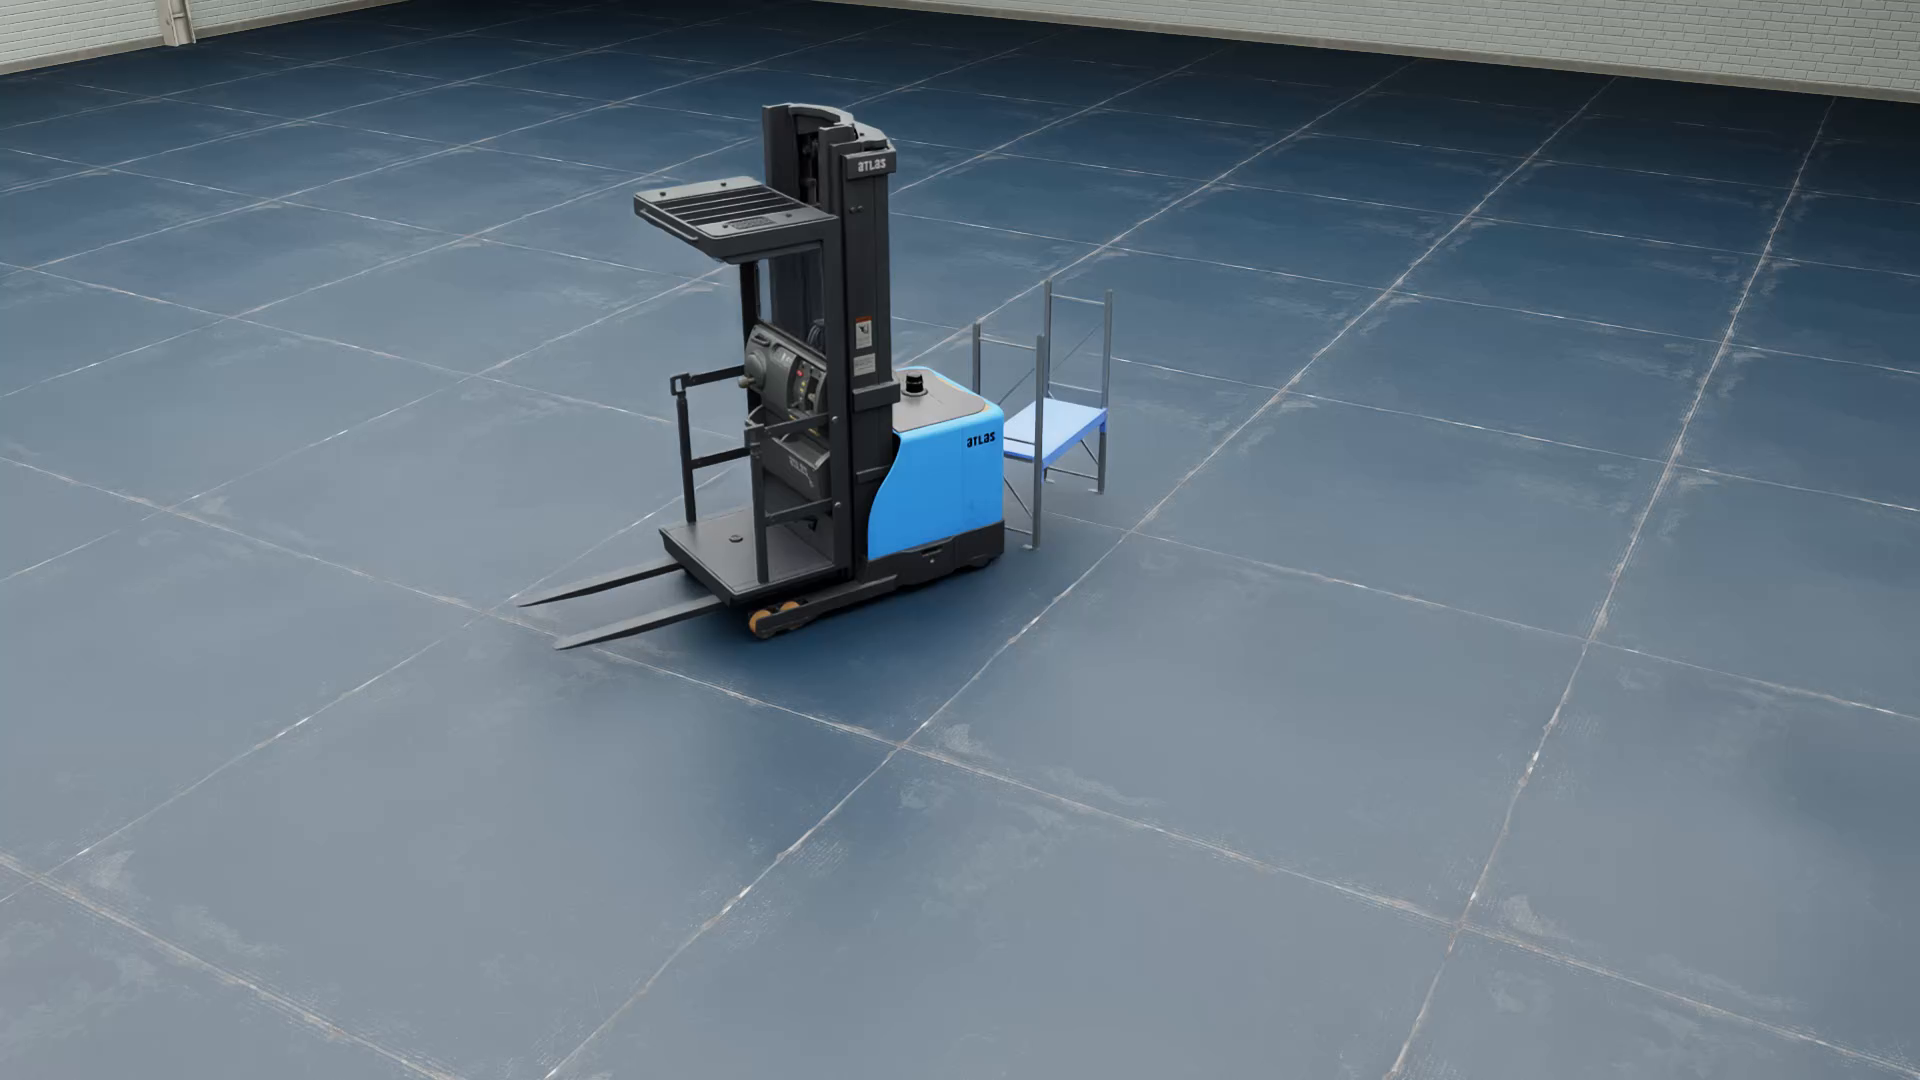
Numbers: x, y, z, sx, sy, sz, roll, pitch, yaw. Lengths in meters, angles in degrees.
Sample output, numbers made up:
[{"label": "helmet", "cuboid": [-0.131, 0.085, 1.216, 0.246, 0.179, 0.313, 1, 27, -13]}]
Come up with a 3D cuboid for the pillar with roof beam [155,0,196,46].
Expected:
[{"label": "pillar with roof beam", "cuboid": [-9.226, -11.334, 23.759, 9.100, 9.000, 0.400, 14, 30, 26]}]

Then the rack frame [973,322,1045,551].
[{"label": "rack frame", "cuboid": [0.307, -0.659, 10.811, 0.500, 1.500, 0.032, 14, 30, 26]}]

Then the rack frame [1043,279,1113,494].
[{"label": "rack frame", "cuboid": [0.803, -1.056, 11.605, 0.500, 1.500, 0.032, 14, 30, 26]}]

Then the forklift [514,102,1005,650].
[{"label": "forklift", "cuboid": [-1.219, -0.989, 9.871, 3.031, 2.935, 1.130, -17, 31, -30]}]

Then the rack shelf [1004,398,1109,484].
[{"label": "rack shelf", "cuboid": [0.555, -0.697, 11.289, 0.538, 0.185, 1.000, 14, 30, 26]}]

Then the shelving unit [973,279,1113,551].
[{"label": "shelving unit", "cuboid": [0.555, -0.858, 11.208, 0.538, 1.500, 1.048, 14, 30, 26]}]
